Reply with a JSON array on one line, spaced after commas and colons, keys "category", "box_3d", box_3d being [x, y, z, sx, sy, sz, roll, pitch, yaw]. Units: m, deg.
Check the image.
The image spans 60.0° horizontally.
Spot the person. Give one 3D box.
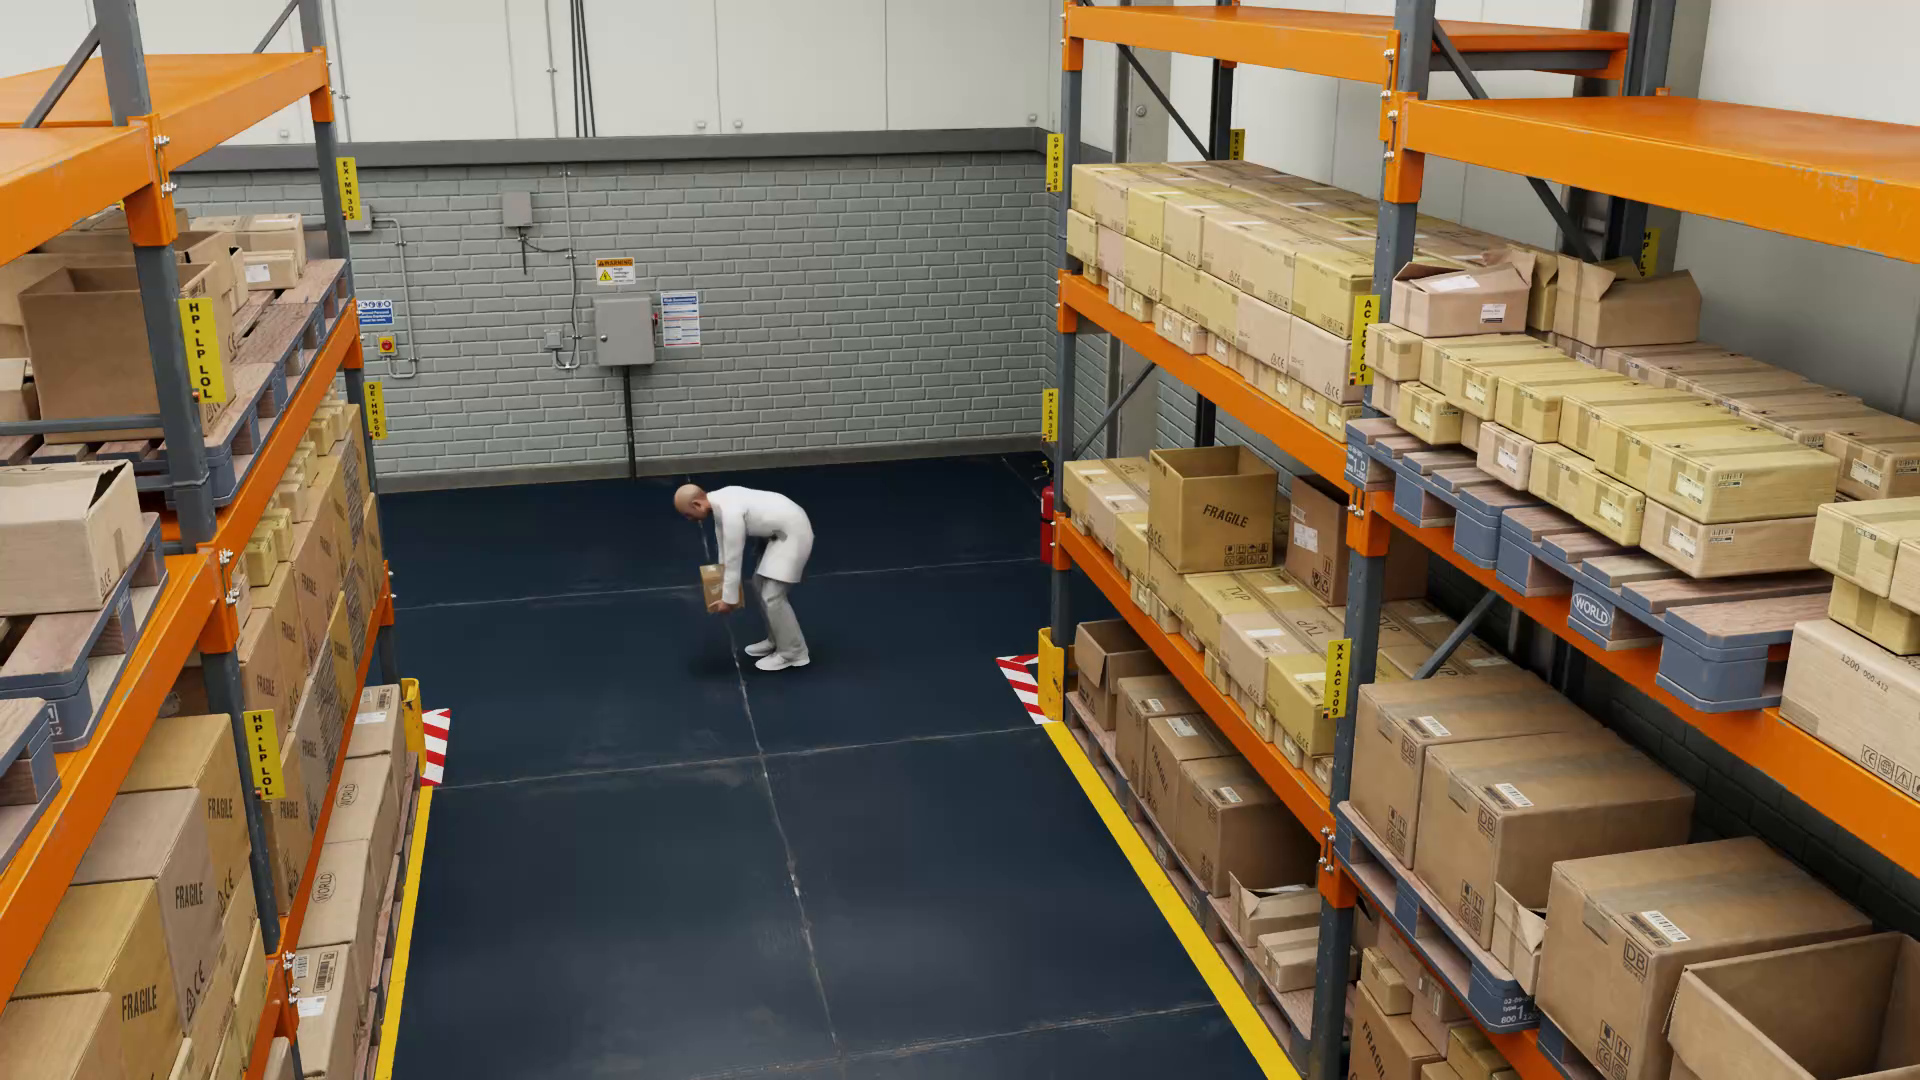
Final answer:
[{"category": "person", "box_3d": [-1.433, 0.221, 11.172, 0.914, 1.310, 0.553, -5, 20, -14]}]
